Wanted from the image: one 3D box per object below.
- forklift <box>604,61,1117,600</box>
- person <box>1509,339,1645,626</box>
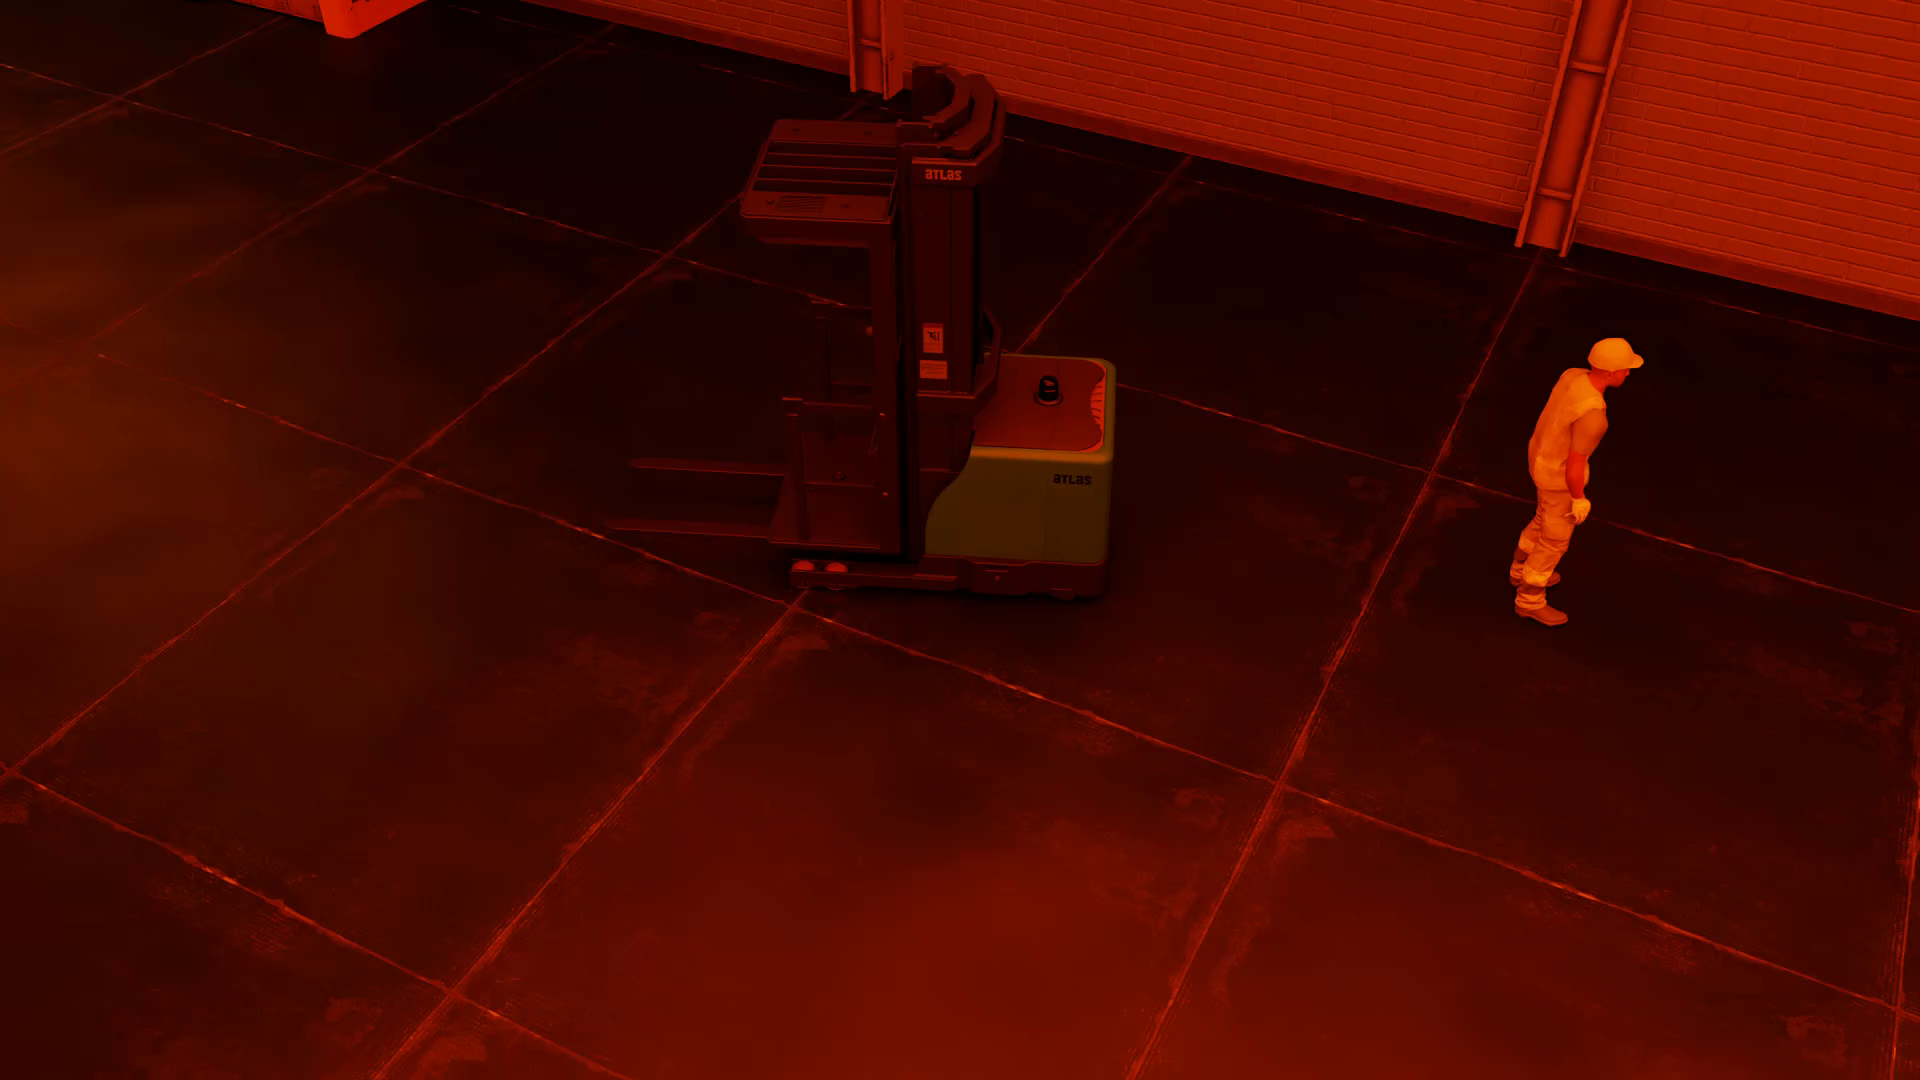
[{"bbox_3d":[-0.606,-1.157,9.360,3.031,2.935,1.130,3,40,4],"label":"forklift"},{"bbox_3d":[3.401,-0.358,9.308,0.452,1.779,0.622,5,40,6],"label":"person"}]
